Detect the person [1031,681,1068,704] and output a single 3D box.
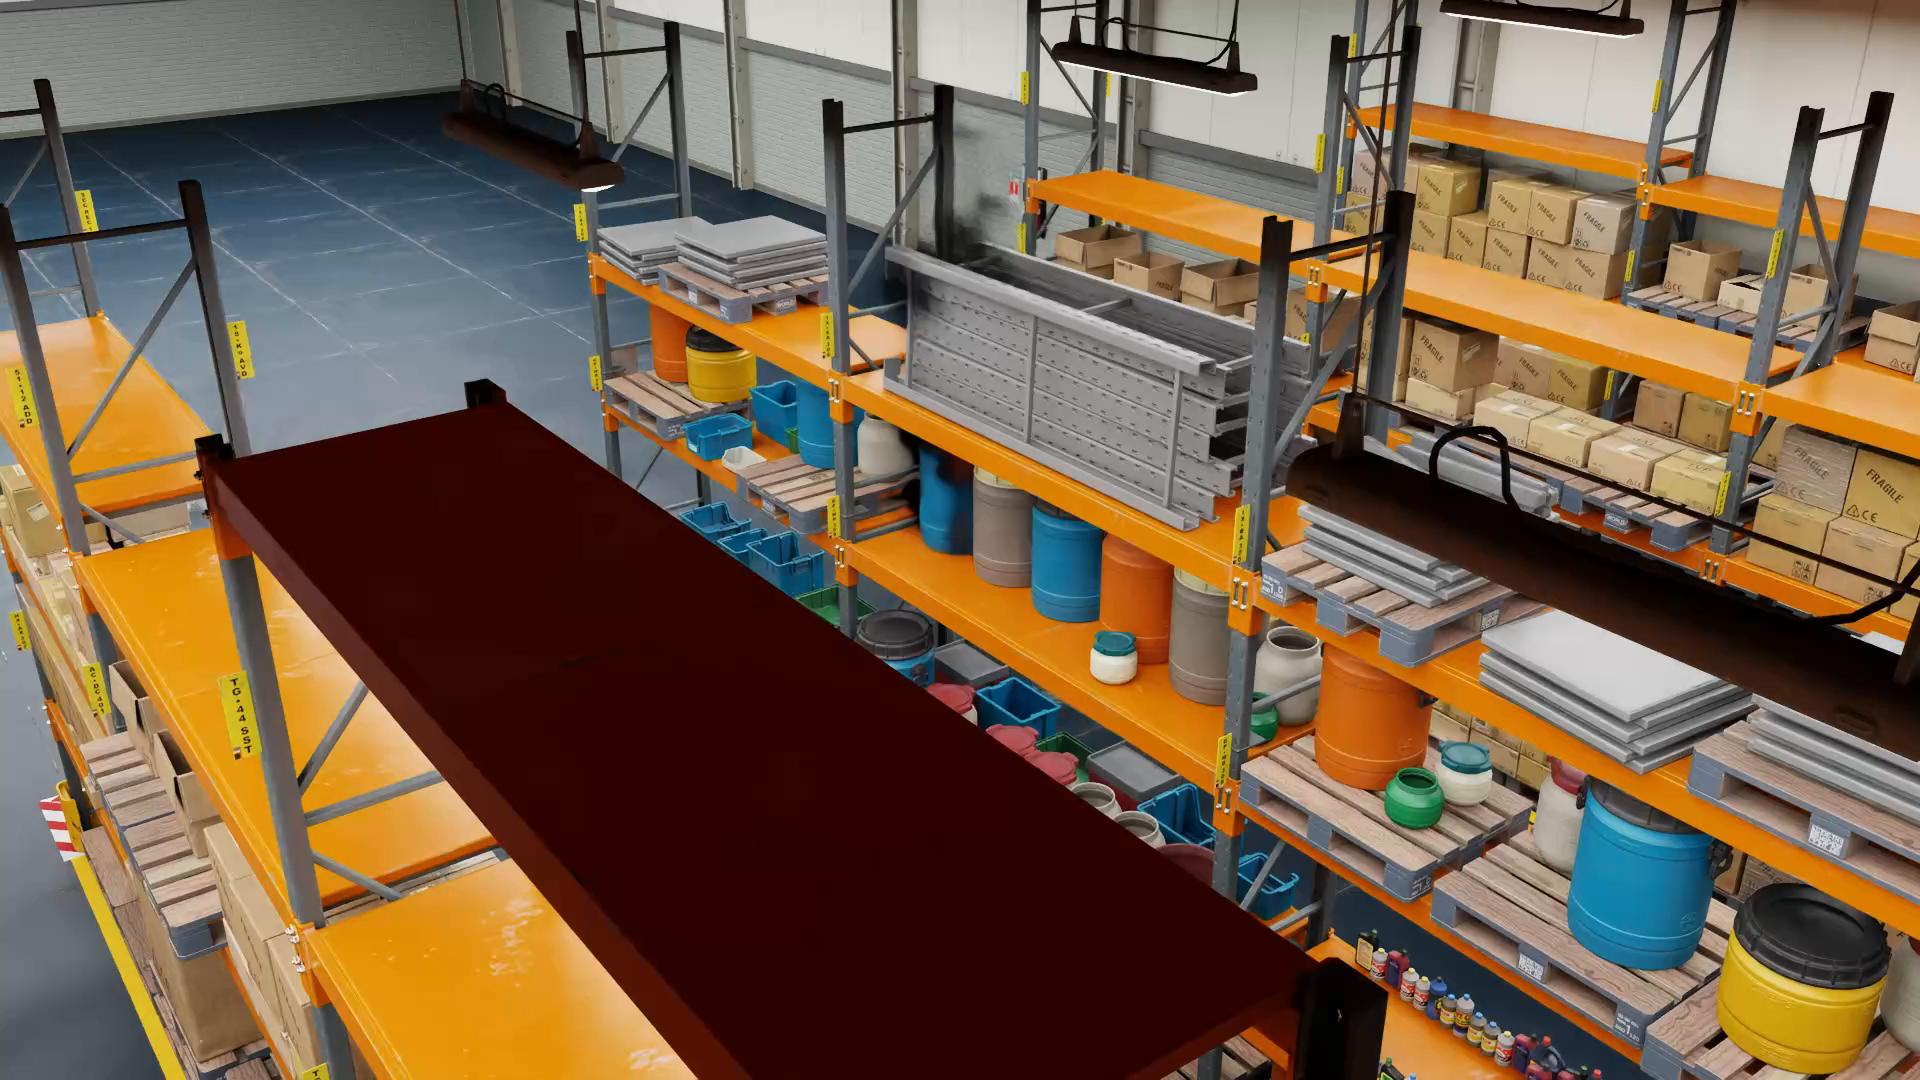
[{"bbox_3d":[0.767,0.713,14.797,0.666,1.777,0.592,23,33,40],"label":"person"}]
